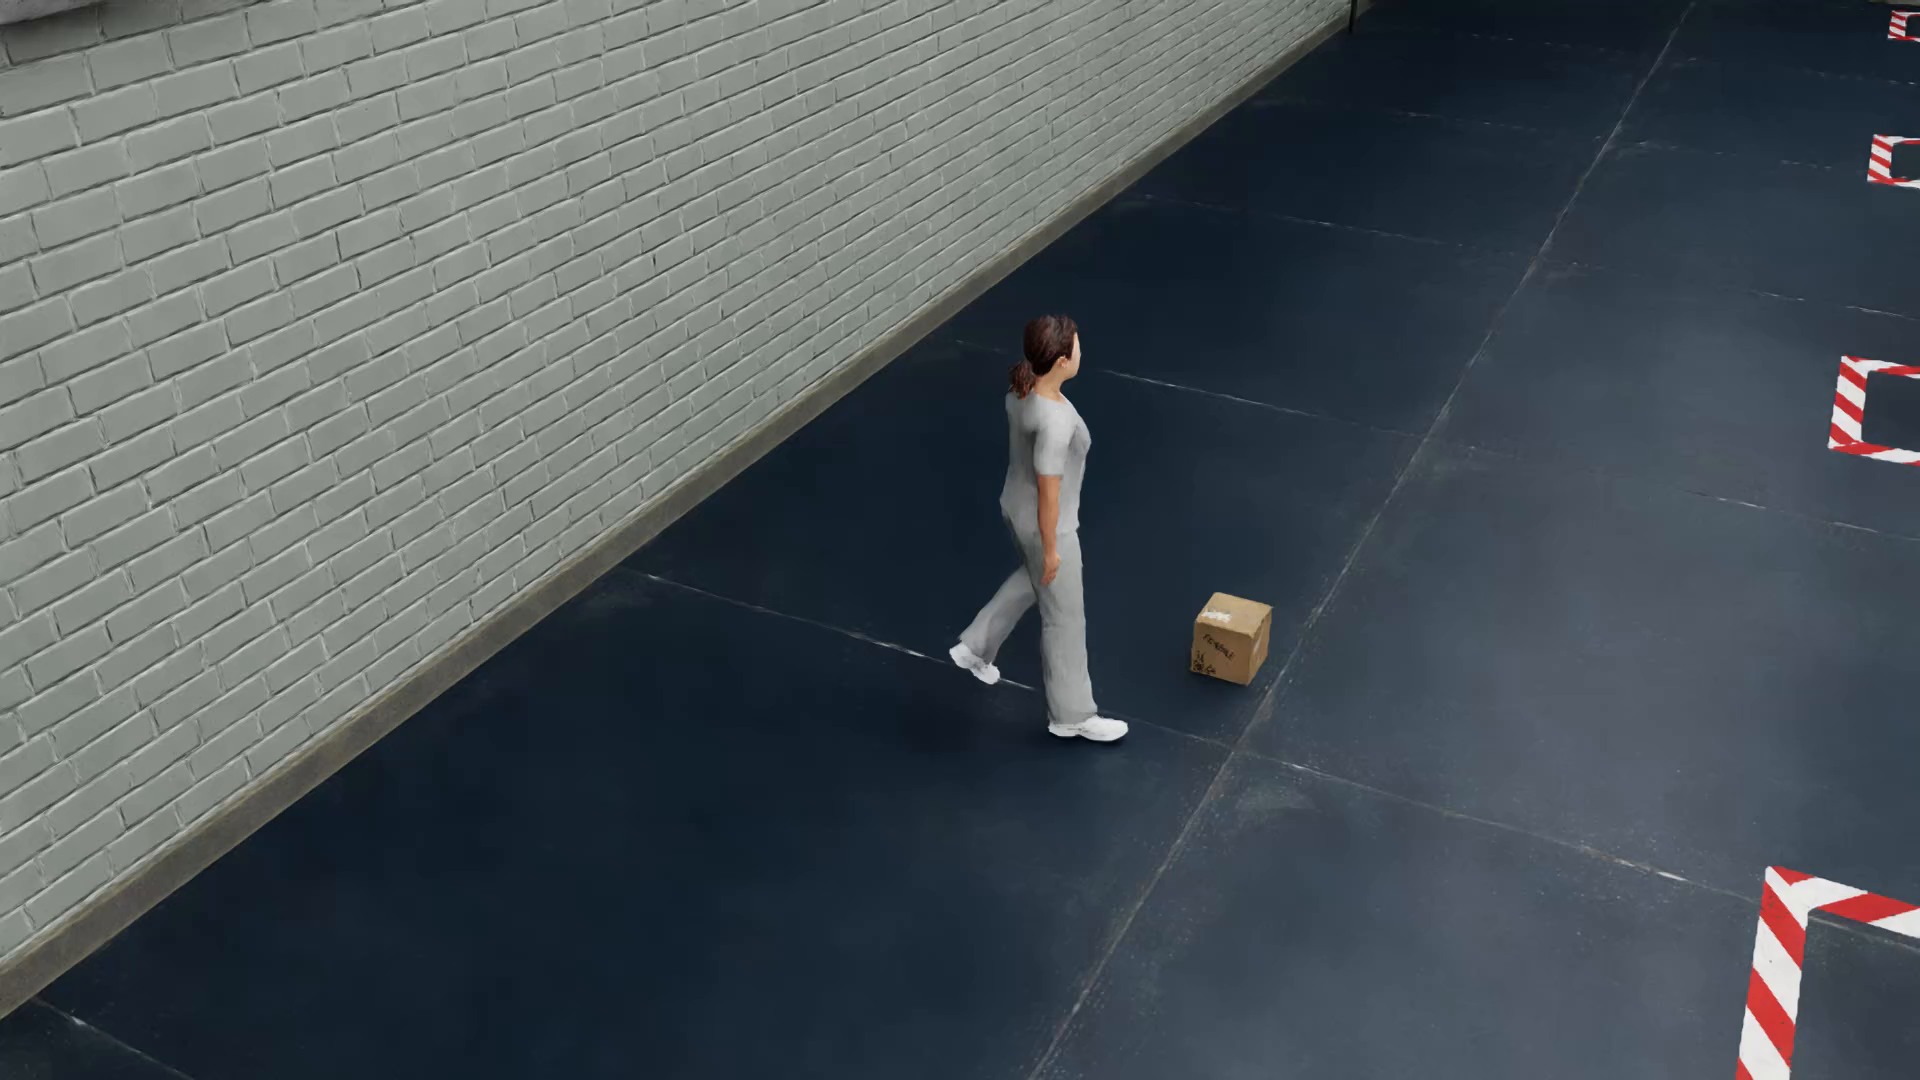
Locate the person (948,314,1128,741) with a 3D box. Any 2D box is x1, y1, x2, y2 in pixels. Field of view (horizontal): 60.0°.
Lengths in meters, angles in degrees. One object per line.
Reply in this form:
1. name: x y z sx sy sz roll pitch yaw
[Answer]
1. person: 0.281 -0.035 6.179 0.599 1.648 0.598 -10 32 -16
